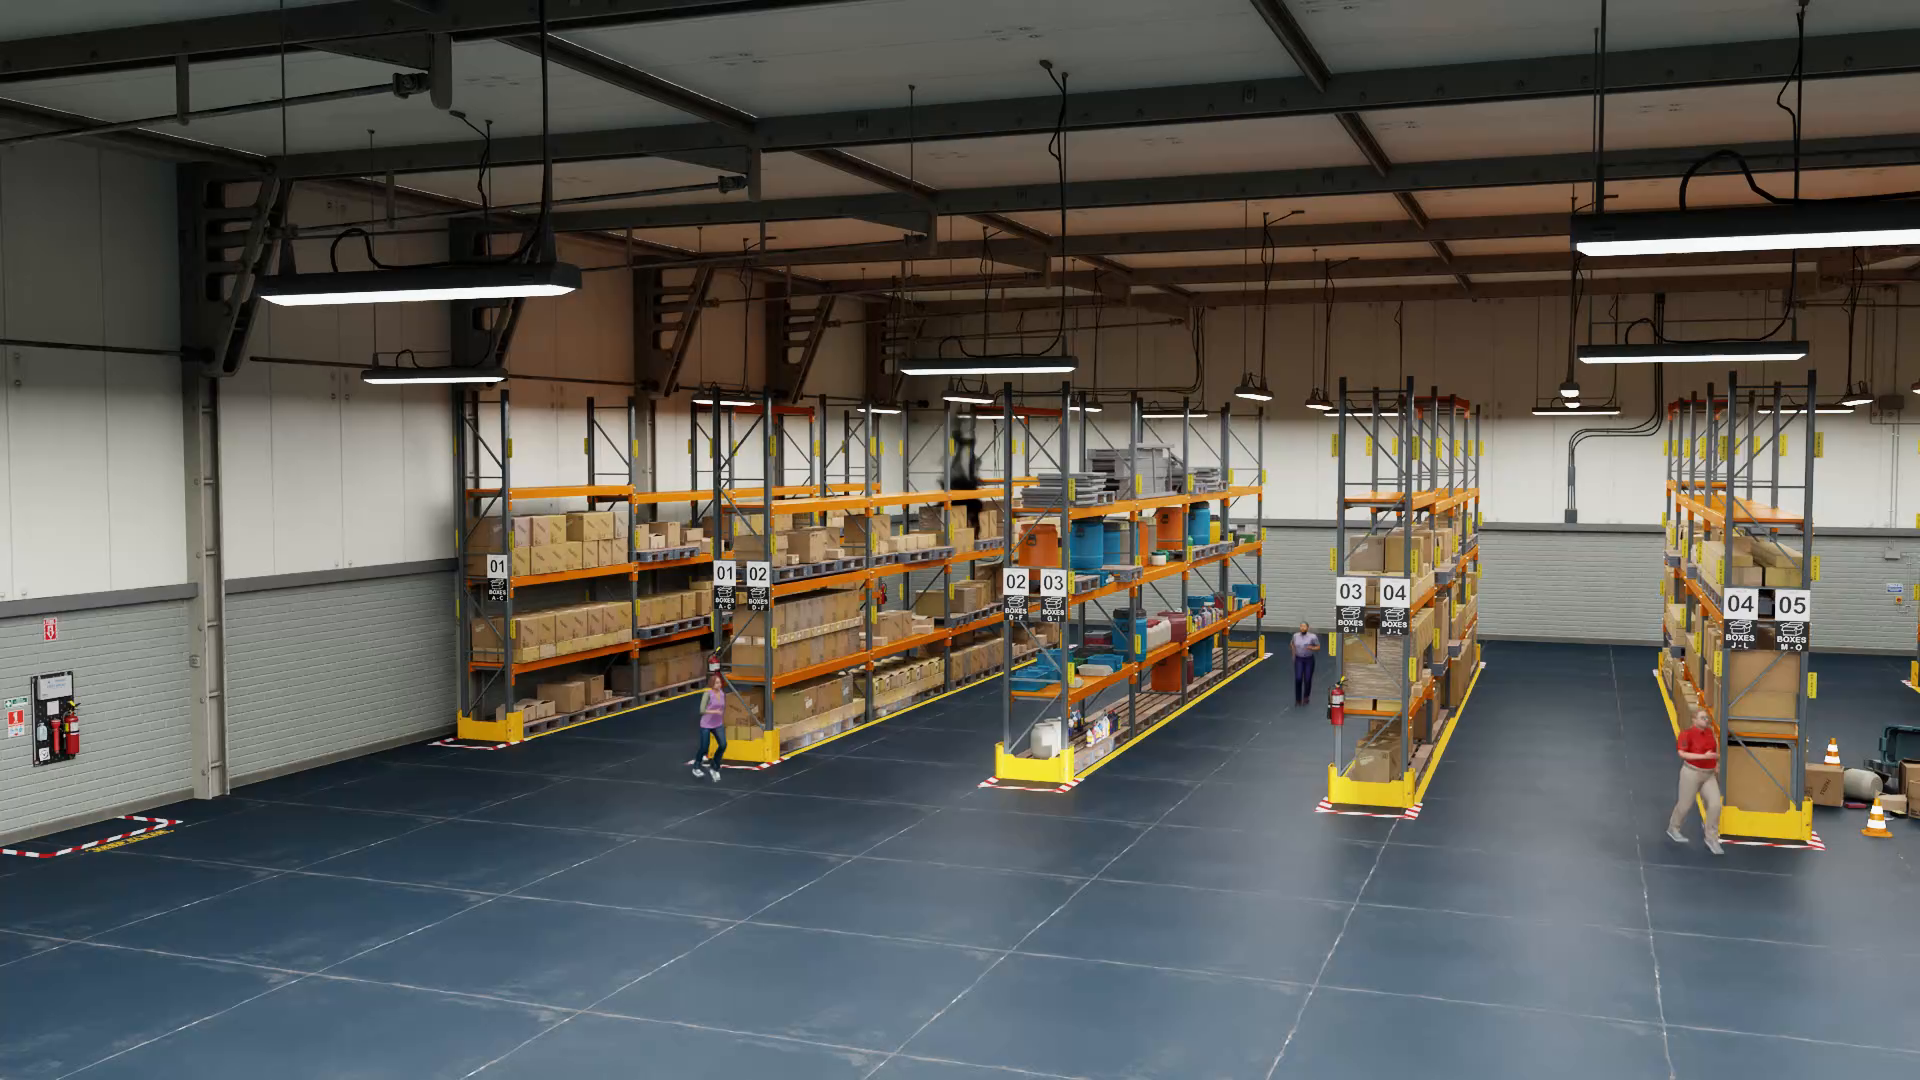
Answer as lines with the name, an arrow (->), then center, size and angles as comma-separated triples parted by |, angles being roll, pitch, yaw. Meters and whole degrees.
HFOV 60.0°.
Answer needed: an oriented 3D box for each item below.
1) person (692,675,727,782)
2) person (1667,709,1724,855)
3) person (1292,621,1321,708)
person -> -3.718, 2.838, 25.055 | 0.499, 1.627, 0.729 | -3, 4, -40
person -> 9.214, 2.999, 20.769 | 0.667, 1.790, 0.753 | -1, 3, -16
person -> 6.718, 2.422, 32.309 | 0.574, 1.719, 0.754 | 1, 3, 16
